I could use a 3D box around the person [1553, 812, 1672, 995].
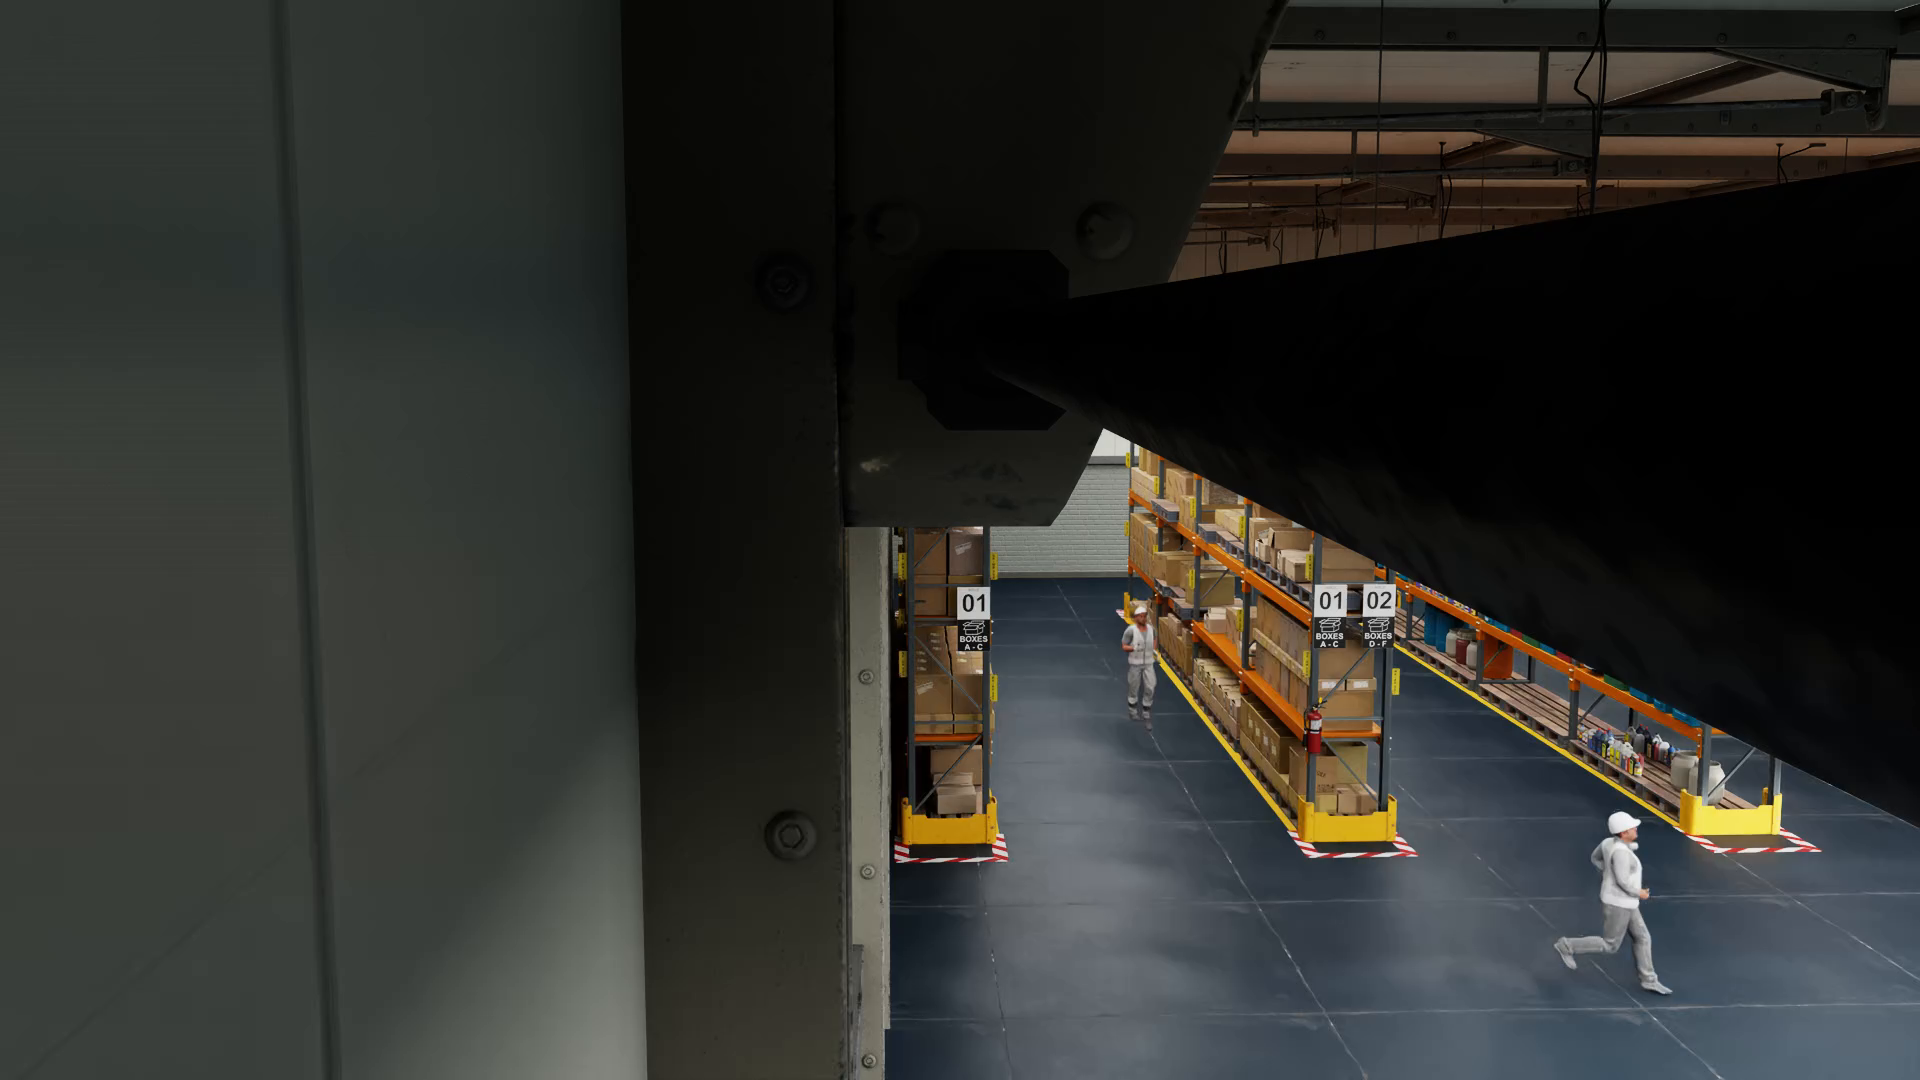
[{"bbox_3d":[6.258,3.460,15.860,1.092,1.768,0.632,2,8,18],"label":"person"}]

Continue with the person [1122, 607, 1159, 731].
[{"bbox_3d":[2.769,1.952,25.269,0.632,1.879,0.690,-1,7,-11],"label":"person"}]
